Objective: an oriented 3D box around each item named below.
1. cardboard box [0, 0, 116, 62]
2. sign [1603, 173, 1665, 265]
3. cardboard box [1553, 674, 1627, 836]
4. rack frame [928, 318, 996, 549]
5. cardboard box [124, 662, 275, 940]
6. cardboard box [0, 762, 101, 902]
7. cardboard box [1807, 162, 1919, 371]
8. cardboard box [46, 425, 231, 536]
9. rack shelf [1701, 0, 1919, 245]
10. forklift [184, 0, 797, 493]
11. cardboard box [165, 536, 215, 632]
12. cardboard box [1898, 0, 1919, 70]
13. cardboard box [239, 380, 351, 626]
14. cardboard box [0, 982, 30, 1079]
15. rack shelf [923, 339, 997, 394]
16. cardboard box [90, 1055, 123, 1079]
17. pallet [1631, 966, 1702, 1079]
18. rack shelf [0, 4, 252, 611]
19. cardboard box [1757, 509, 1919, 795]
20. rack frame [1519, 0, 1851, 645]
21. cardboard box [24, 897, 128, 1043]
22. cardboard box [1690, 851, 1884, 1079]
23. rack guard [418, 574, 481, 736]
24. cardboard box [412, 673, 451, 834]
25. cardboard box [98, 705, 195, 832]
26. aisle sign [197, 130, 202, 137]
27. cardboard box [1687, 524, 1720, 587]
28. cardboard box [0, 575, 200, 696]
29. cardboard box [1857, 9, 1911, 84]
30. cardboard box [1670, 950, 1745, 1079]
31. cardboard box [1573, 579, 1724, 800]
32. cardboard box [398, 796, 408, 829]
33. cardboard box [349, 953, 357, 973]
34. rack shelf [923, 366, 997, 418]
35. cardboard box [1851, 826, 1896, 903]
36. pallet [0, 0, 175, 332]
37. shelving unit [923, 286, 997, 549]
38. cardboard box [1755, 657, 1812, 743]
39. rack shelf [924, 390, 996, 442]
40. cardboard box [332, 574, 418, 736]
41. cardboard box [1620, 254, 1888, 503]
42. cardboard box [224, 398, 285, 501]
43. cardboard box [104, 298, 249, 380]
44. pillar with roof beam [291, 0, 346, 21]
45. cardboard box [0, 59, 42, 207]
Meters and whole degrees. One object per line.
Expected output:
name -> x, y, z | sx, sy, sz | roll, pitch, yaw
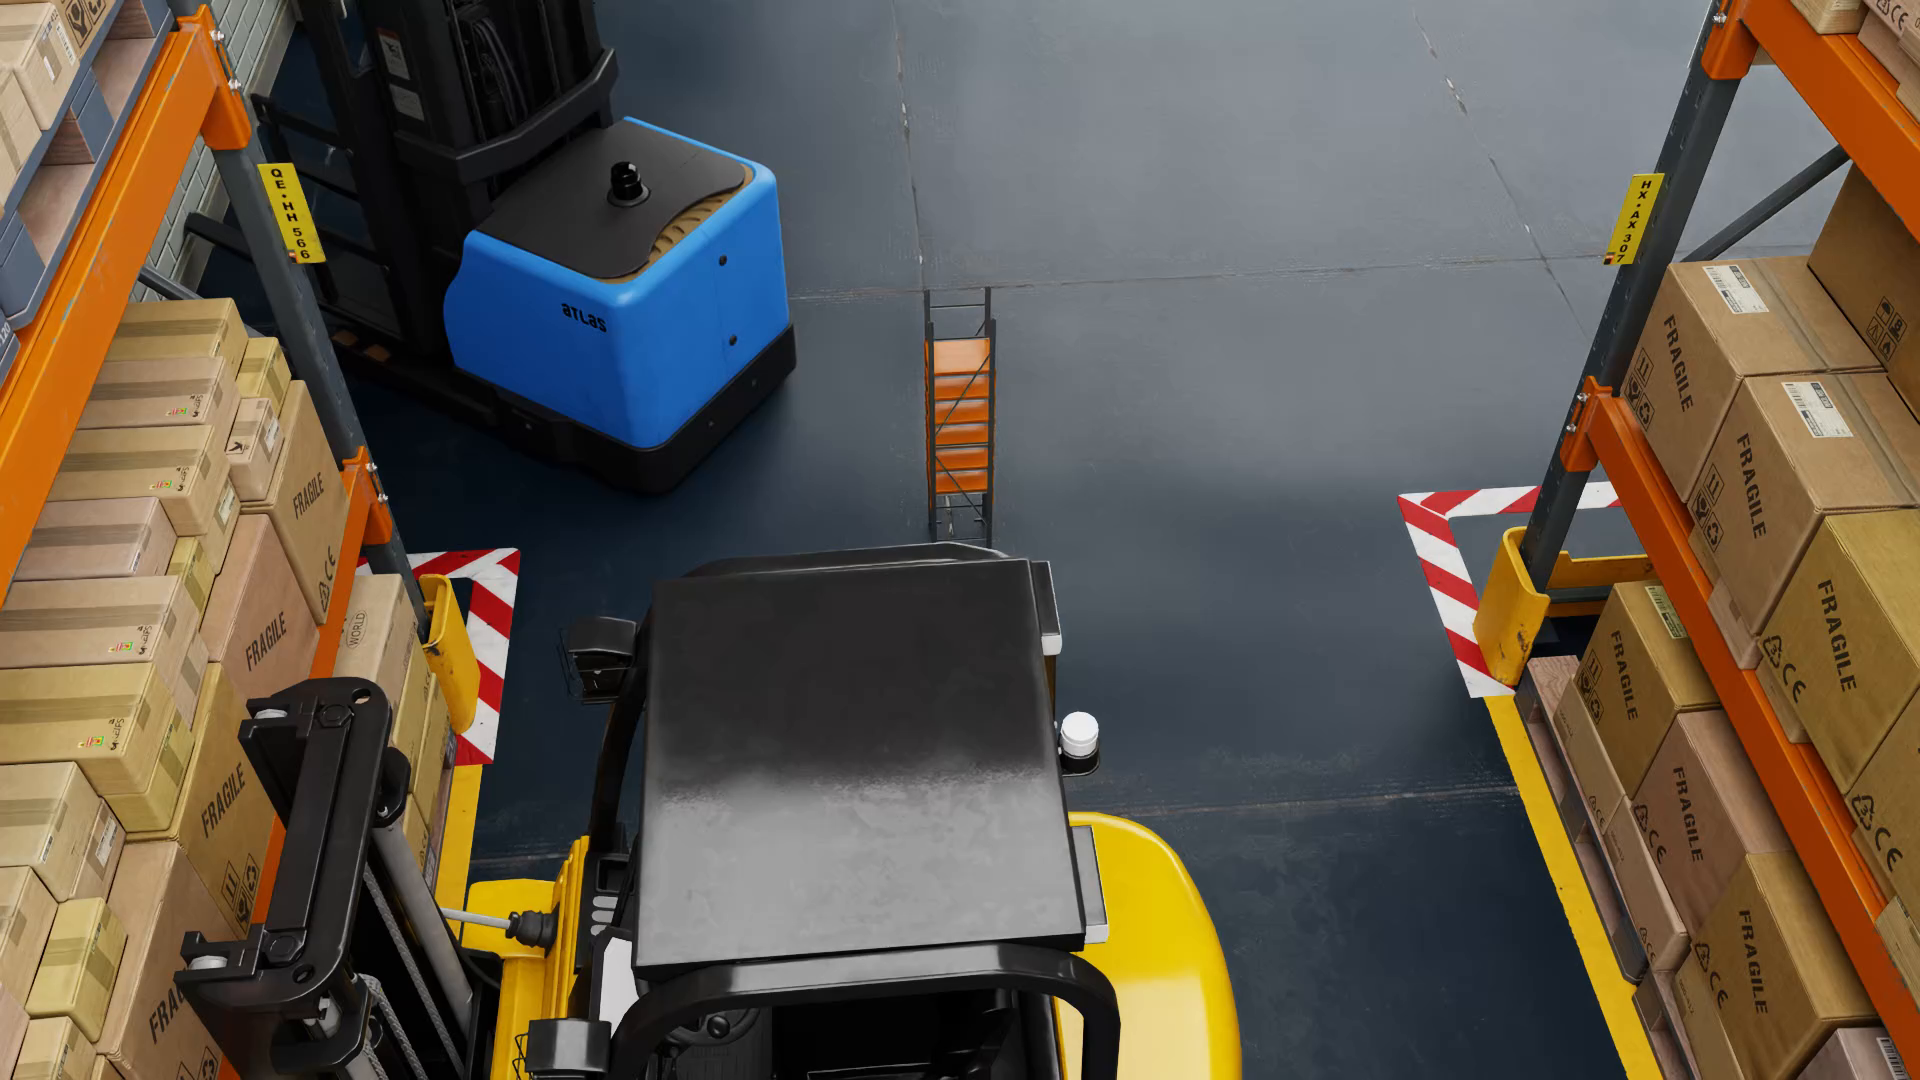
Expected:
cardboard box -> -2.099, -1.331, 3.452 | 0.500, 0.500, 0.500 | -2, 47, -2
sign -> 2.026, -0.961, 4.998 | 0.100, 0.325, 0.005 | -3, 47, -3
cardboard box -> 2.359, 0.705, 5.621 | 0.500, 0.250, 0.500 | -4, 47, -4
rack frame -> 0.006, -0.357, 6.262 | 0.240, 1.200, 0.006 | -3, 47, -3
cardboard box -> -1.999, 0.660, 3.990 | 0.500, 0.500, 0.500 | -4, 47, -4
cardboard box -> -2.005, 0.604, 3.392 | 0.380, 0.149, 0.250 | -3, 47, -3
cardboard box -> 2.827, -0.821, 4.499 | 0.700, 0.500, 0.500 | -5, 47, -4
cardboard box -> -2.039, -0.141, 4.097 | 0.380, 0.149, 0.250 | -3, 47, -2
rack shelf -> 2.734, -0.034, 3.145 | 1.077, 0.370, 4.000 | -3, 47, -3
forklift -> -2.253, -2.016, 6.641 | 3.031, 2.935, 1.130 | 24, 51, 21
cardboard box -> -2.050, 0.139, 4.037 | 0.380, 0.149, 0.250 | -4, 47, -4
cardboard box -> 2.376, -1.034, 3.496 | 0.500, 0.250, 0.500 | -4, 47, -4
cardboard box -> -2.077, -0.086, 4.697 | 0.500, 0.500, 0.500 | -4, 47, -4
cardboard box -> -1.962, 0.966, 3.048 | 0.380, 0.149, 0.250 | -4, 47, -3
rack shelf -> -0.001, -0.640, 6.095 | 0.258, 0.103, 0.180 | -3, 47, -3
cardboard box -> -1.925, 1.388, 3.300 | 0.500, 0.500, 0.500 | -4, 47, -4
pallet -> 2.705, 1.788, 4.911 | 1.003, 0.211, 1.213 | -3, 47, -3
rack shelf -> -2.212, 0.271, 2.857 | 1.077, 0.370, 4.000 | -3, 47, -3
cardboard box -> 2.420, 0.269, 4.155 | 0.500, 0.500, 0.500 | -4, 47, -4
rack frame -> 2.567, -0.697, 5.344 | 1.000, 3.000, 0.127 | -3, 47, -3
cardboard box -> -1.919, 0.878, 3.337 | 0.380, 0.149, 0.250 | -4, 47, -4
cardboard box -> 2.443, 1.206, 4.630 | 0.500, 0.500, 0.500 | -3, 47, -3
rack guard -> -2.381, 0.450, 5.979 | 1.175, 0.500, 0.348 | -3, 47, -3
cardboard box -> -2.025, 0.730, 5.598 | 0.500, 0.250, 0.500 | -3, 47, -3
cardboard box -> -1.939, 0.511, 3.685 | 0.380, 0.149, 0.250 | -3, 47, -3
aisle sign -> -2.092, -1.351, 4.174 | 0.394, 0.787, 0.004 | -3, 47, -3
cardboard box -> 2.365, 0.027, 4.832 | 0.380, 0.149, 0.250 | -5, 47, -5
cardboard box -> -1.960, 0.225, 3.750 | 0.380, 0.149, 0.250 | -2, 47, -2
cardboard box -> 2.382, -1.197, 3.925 | 0.380, 0.149, 0.250 | -5, 47, -5
cardboard box -> 2.452, 1.469, 4.898 | 0.500, 0.250, 0.500 | -1, 47, -1
cardboard box -> 2.361, 0.464, 5.332 | 0.500, 0.500, 0.500 | -5, 47, -5
cardboard box -> -1.996, 0.934, 5.060 | 0.500, 0.250, 0.500 | -4, 47, -4
cardboard box -> -1.929, 1.113, 4.546 | 0.500, 0.250, 0.500 | -3, 47, -3
rack shelf -> -0.001, -0.558, 6.182 | 0.258, 0.103, 0.180 | -3, 47, -3
cardboard box -> 2.470, 0.778, 4.120 | 0.380, 0.149, 0.250 | -5, 47, -4
pallet -> -2.346, -0.880, 3.512 | 1.003, 0.211, 1.213 | -3, 47, -3
shelving unit -> -0.001, -0.423, 6.324 | 0.258, 1.200, 0.189 | -3, 47, -3
cardboard box -> 2.396, 0.398, 4.480 | 0.380, 0.149, 0.250 | -2, 47, -2
rack shelf -> -0.001, -0.475, 6.269 | 0.258, 0.103, 0.180 | -3, 47, -3
cardboard box -> -2.030, 0.379, 5.241 | 0.500, 0.250, 0.500 | -2, 47, -2
cardboard box -> 2.330, -0.474, 4.859 | 0.500, 0.500, 0.500 | -4, 47, -4
cardboard box -> -2.020, -0.233, 4.389 | 0.380, 0.149, 0.250 | -3, 47, -3
cardboard box -> -2.139, -0.506, 4.442 | 0.380, 0.149, 0.250 | -3, 47, -3
pillar with roof beam -> 0.568, -6.499, 6.707 | 9.100, 9.000, 0.400 | -3, 47, -3
cardboard box -> -1.986, -0.792, 3.102 | 0.396, 0.266, 0.258 | -3, 47, -3
